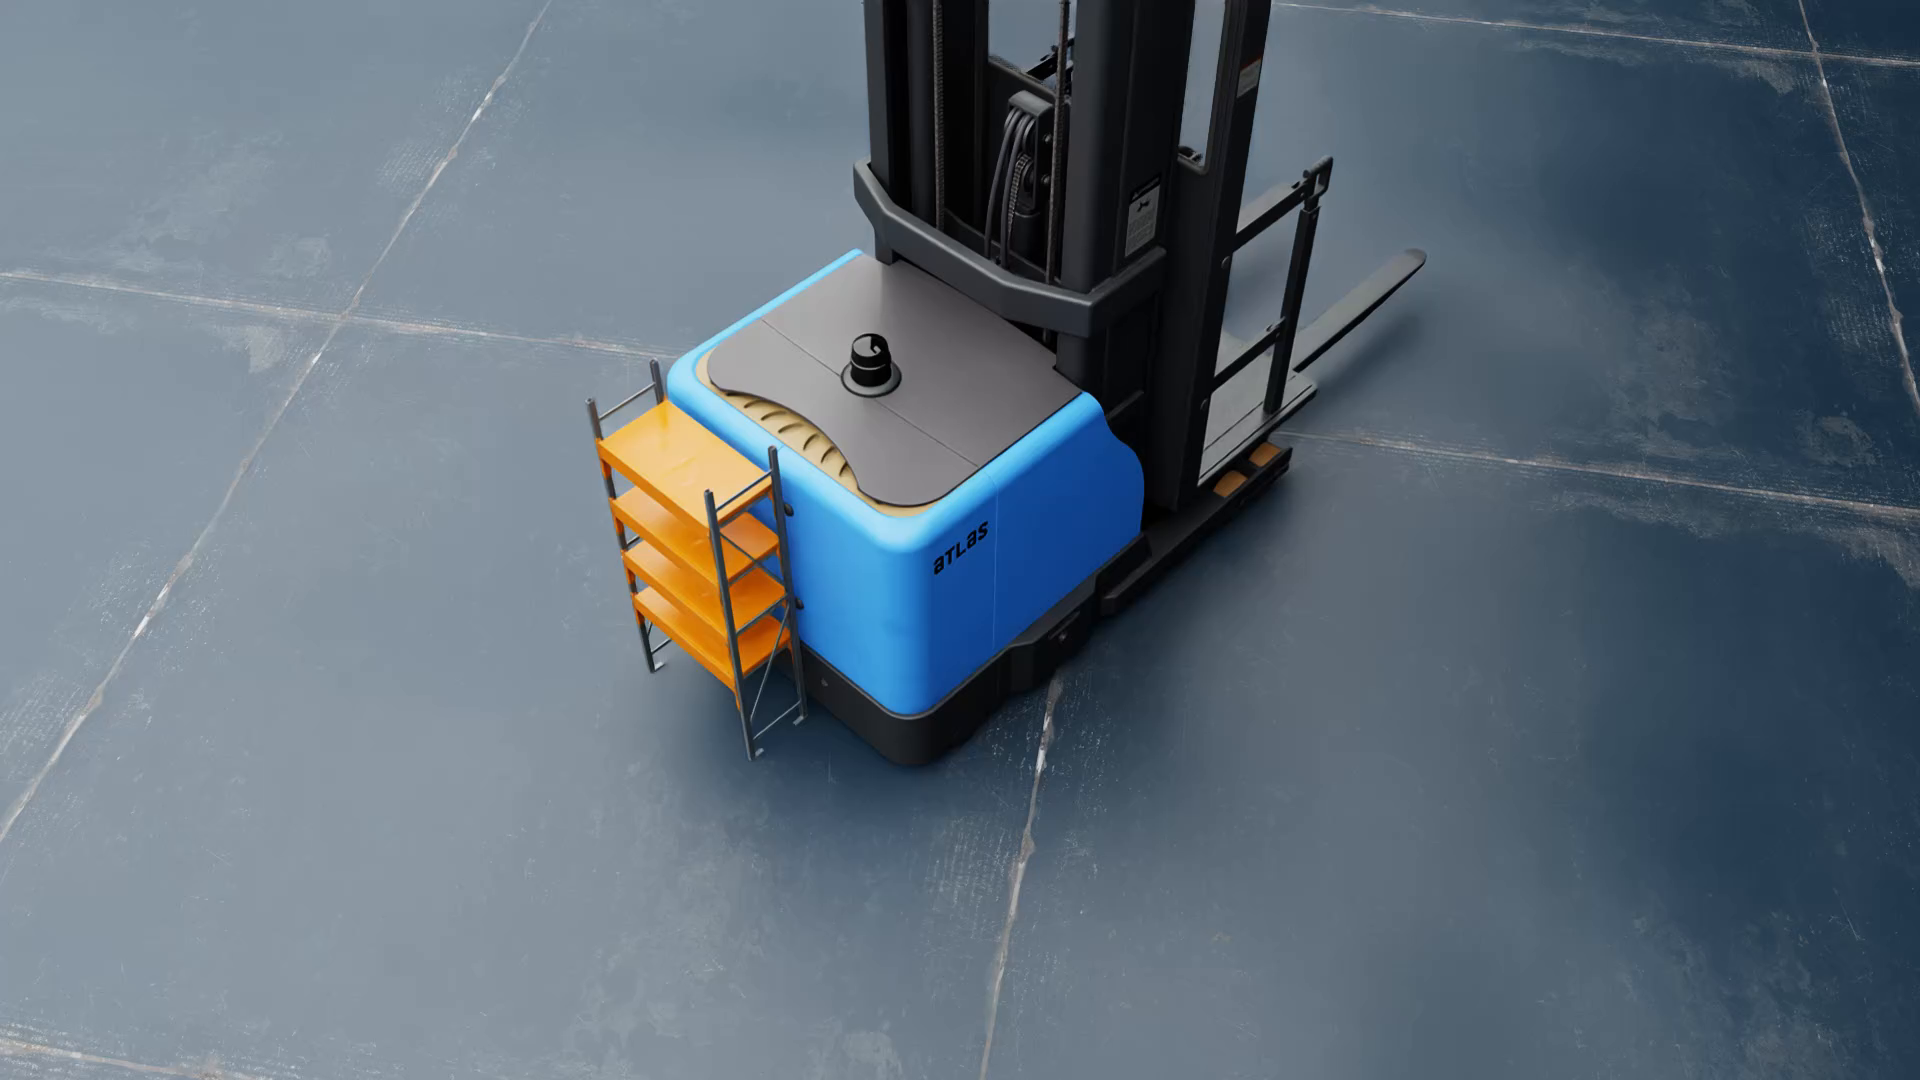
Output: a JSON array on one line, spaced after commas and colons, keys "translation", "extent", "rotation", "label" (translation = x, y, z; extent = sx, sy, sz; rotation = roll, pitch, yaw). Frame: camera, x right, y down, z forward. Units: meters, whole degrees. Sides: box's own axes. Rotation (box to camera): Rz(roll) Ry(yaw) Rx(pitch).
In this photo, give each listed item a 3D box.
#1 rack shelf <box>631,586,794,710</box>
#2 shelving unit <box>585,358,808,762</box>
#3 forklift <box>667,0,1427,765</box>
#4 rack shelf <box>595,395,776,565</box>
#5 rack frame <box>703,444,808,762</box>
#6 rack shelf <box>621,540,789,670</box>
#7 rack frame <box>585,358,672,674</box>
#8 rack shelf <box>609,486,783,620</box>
[{"translation": [-0.743, 0.268, 5.059], "extent": [0.480, 0.148, 0.258], "rotation": [36, 57, 28], "label": "rack shelf"}, {"translation": [-0.744, 0.091, 4.861], "extent": [0.503, 1.200, 0.258], "rotation": [36, 57, 28], "label": "shelving unit"}, {"translation": [0.524, -1.298, 4.946], "extent": [1.130, 2.935, 3.031], "rotation": [36, 57, 28], "label": "forklift"}, {"translation": [-0.744, -0.171, 4.569], "extent": [0.480, 0.148, 0.258], "rotation": [36, 57, 28], "label": "rack shelf"}, {"translation": [-0.568, 0.217, 4.748], "extent": [0.015, 1.200, 0.240], "rotation": [36, 57, 28], "label": "rack frame"}, {"translation": [-0.744, 0.136, 4.911], "extent": [0.480, 0.148, 0.258], "rotation": [36, 57, 28], "label": "rack shelf"}, {"translation": [-0.920, -0.035, 4.974], "extent": [0.015, 1.200, 0.240], "rotation": [36, 57, 28], "label": "rack frame"}, {"translation": [-0.744, -0.013, 4.745], "extent": [0.480, 0.148, 0.258], "rotation": [36, 57, 28], "label": "rack shelf"}]
